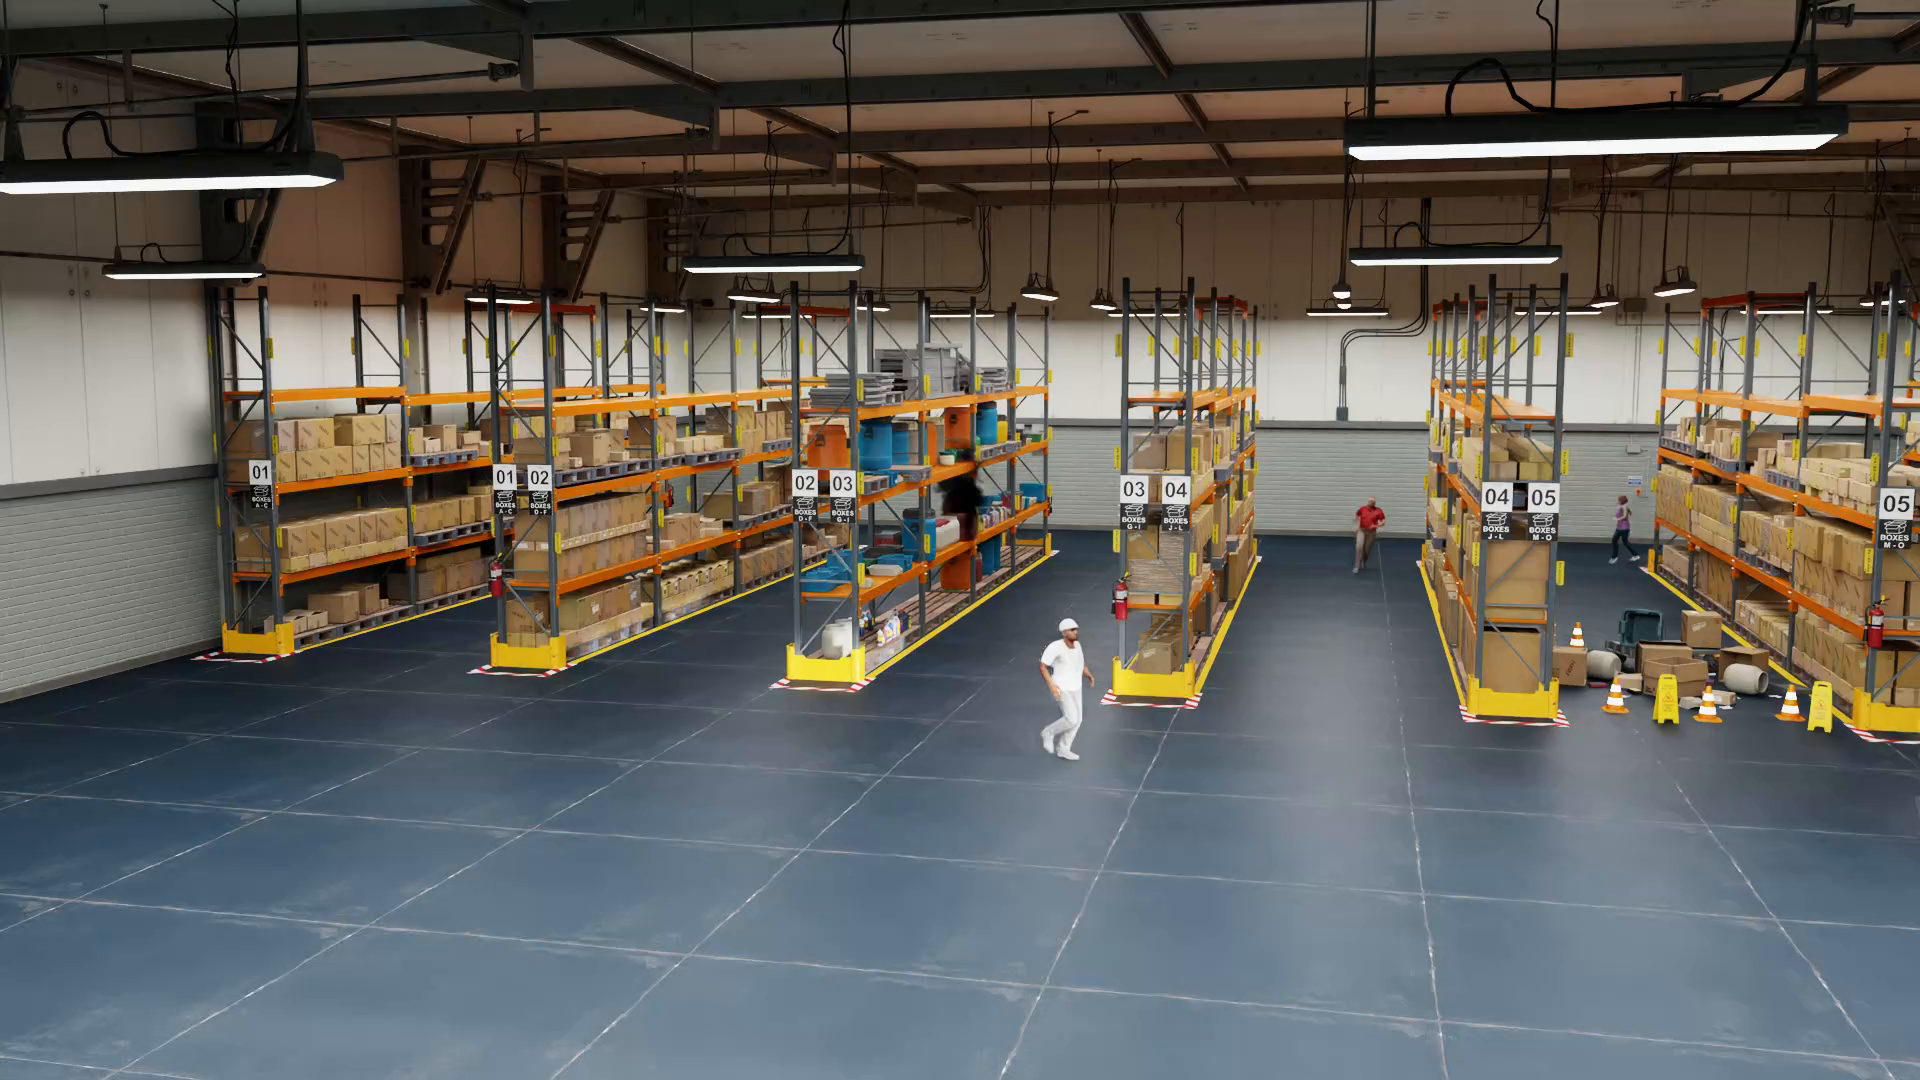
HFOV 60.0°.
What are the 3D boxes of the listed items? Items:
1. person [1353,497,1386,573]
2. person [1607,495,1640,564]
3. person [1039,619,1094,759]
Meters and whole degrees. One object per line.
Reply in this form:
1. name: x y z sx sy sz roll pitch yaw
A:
1. person: 9.219 -0.140 37.442 0.691 1.689 0.935 2 7 18
2. person: 15.480 -0.220 38.667 0.717 1.631 0.546 1 7 11
3. person: 1.307 1.814 20.362 0.577 1.732 0.715 6 9 42
